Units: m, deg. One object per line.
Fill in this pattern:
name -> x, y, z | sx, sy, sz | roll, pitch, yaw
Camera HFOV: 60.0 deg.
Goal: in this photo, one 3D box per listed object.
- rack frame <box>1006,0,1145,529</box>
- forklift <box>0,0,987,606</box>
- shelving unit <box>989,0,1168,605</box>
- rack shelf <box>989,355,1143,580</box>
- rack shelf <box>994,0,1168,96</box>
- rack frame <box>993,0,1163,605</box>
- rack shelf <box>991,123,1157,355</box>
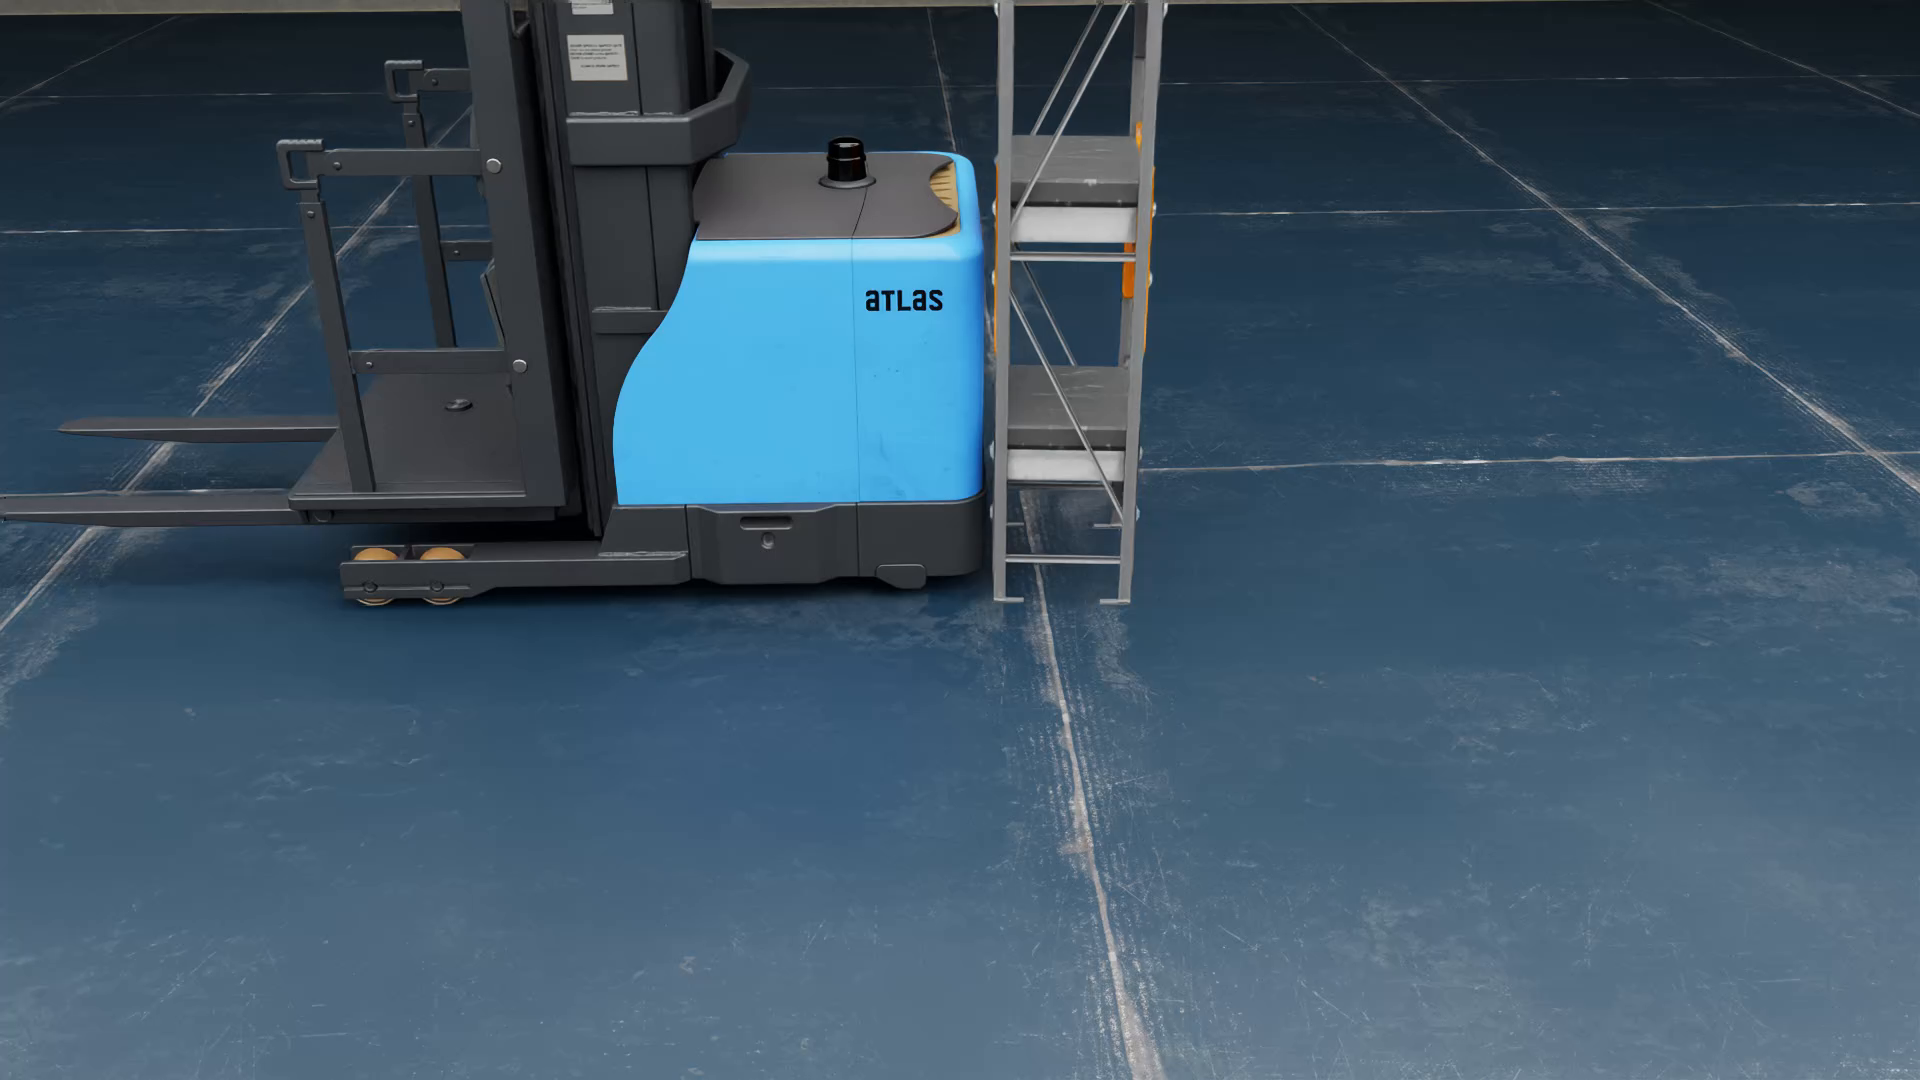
rack frame -> 0.316, -0.972, 4.843 | 0.400, 2.100, 0.015 | 1, 28, 2
forklift -> -1.447, -1.355, 4.678 | 3.031, 2.935, 1.130 | -1, 28, -1
shelving unit -> 0.307, -0.859, 4.627 | 0.431, 2.100, 0.503 | 1, 28, 2
rack shelf -> 0.307, -0.226, 4.957 | 0.431, 0.518, 0.480 | 1, 28, 2
rack shelf -> 0.307, -1.468, 4.309 | 0.431, 0.518, 0.480 | 1, 28, 2
rack frame -> 0.299, -0.746, 4.410 | 0.400, 2.100, 0.015 | 1, 28, 2
rack shelf -> 0.307, -0.847, 4.633 | 0.431, 0.518, 0.480 | 1, 28, 2
